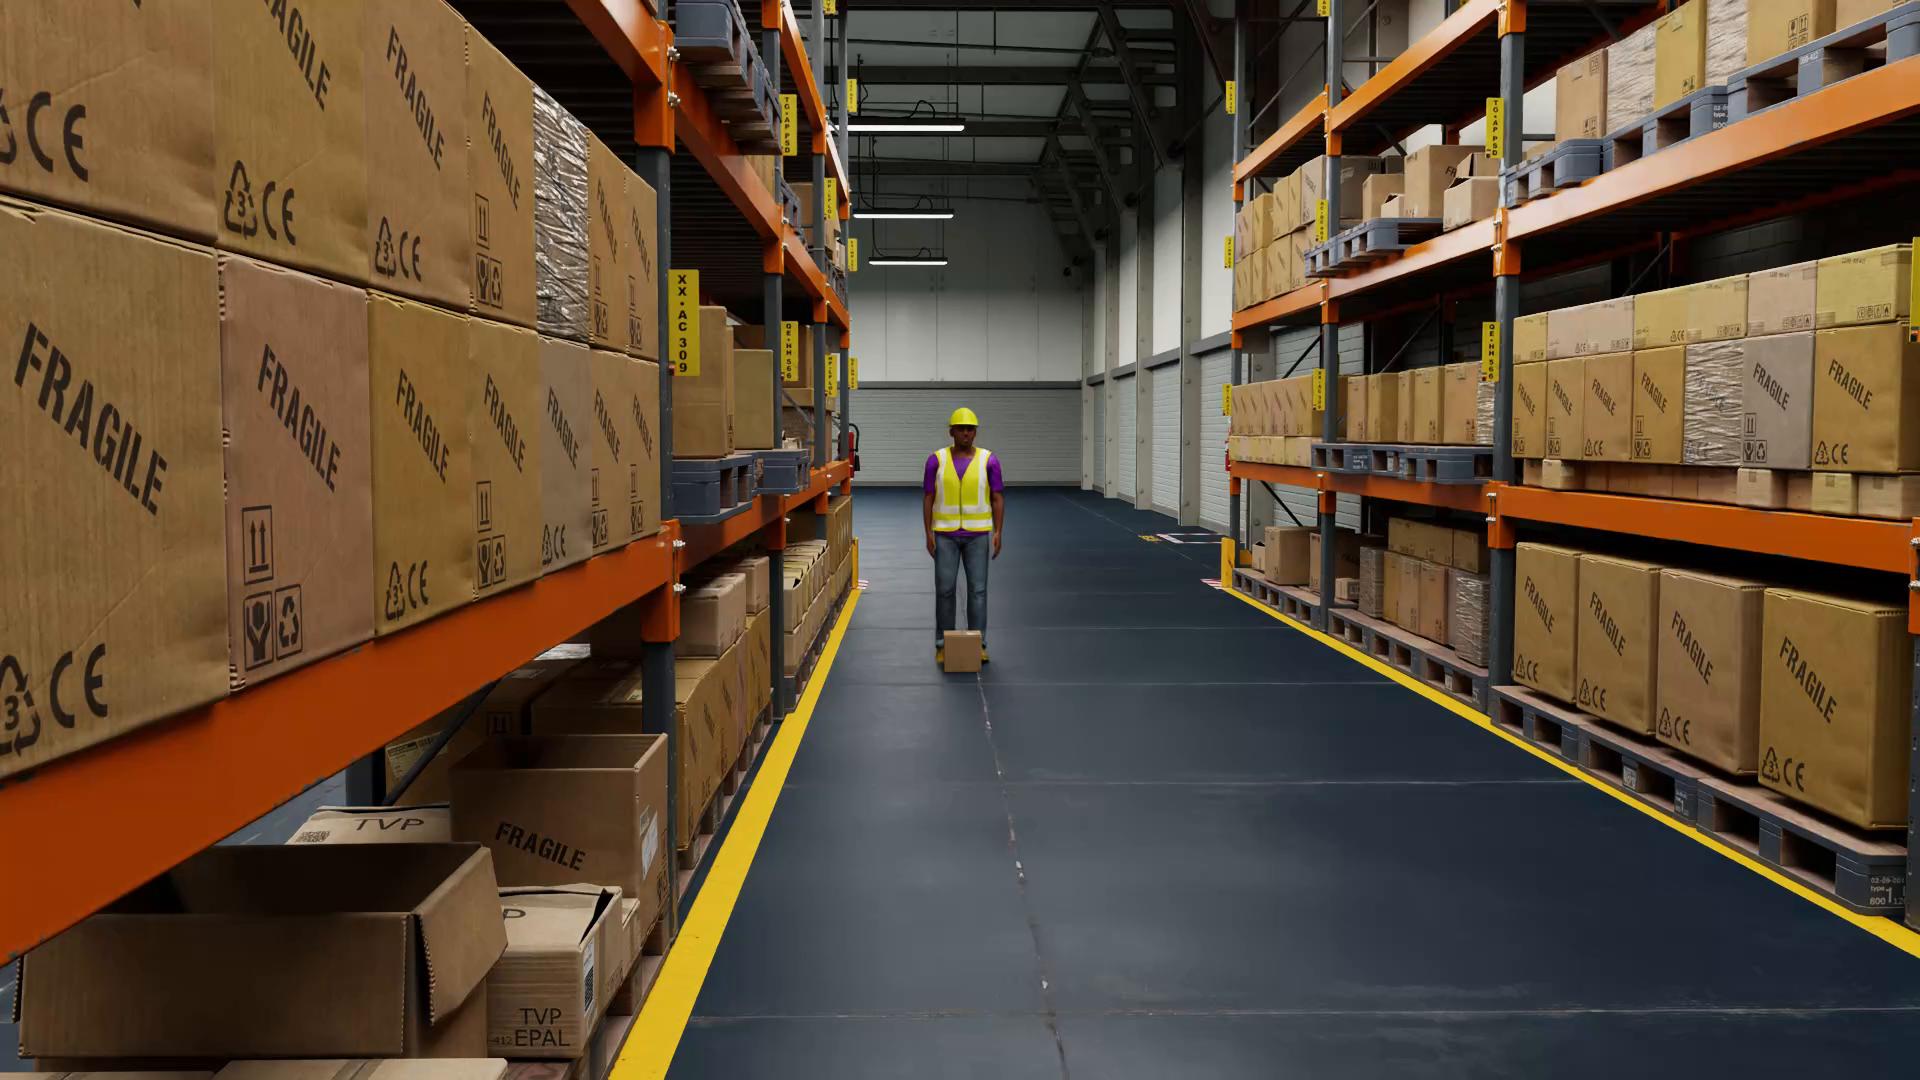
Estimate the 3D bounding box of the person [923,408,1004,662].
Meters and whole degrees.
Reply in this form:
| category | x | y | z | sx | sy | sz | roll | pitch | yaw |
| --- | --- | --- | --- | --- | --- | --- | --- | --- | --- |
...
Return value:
| category | x | y | z | sx | sy | sz | roll | pitch | yaw |
| --- | --- | --- | --- | --- | --- | --- | --- | --- | --- |
| person | 0.024 | -0.018 | 11.632 | 0.566 | 1.807 | 0.357 | 0 | 4 | 0 |
